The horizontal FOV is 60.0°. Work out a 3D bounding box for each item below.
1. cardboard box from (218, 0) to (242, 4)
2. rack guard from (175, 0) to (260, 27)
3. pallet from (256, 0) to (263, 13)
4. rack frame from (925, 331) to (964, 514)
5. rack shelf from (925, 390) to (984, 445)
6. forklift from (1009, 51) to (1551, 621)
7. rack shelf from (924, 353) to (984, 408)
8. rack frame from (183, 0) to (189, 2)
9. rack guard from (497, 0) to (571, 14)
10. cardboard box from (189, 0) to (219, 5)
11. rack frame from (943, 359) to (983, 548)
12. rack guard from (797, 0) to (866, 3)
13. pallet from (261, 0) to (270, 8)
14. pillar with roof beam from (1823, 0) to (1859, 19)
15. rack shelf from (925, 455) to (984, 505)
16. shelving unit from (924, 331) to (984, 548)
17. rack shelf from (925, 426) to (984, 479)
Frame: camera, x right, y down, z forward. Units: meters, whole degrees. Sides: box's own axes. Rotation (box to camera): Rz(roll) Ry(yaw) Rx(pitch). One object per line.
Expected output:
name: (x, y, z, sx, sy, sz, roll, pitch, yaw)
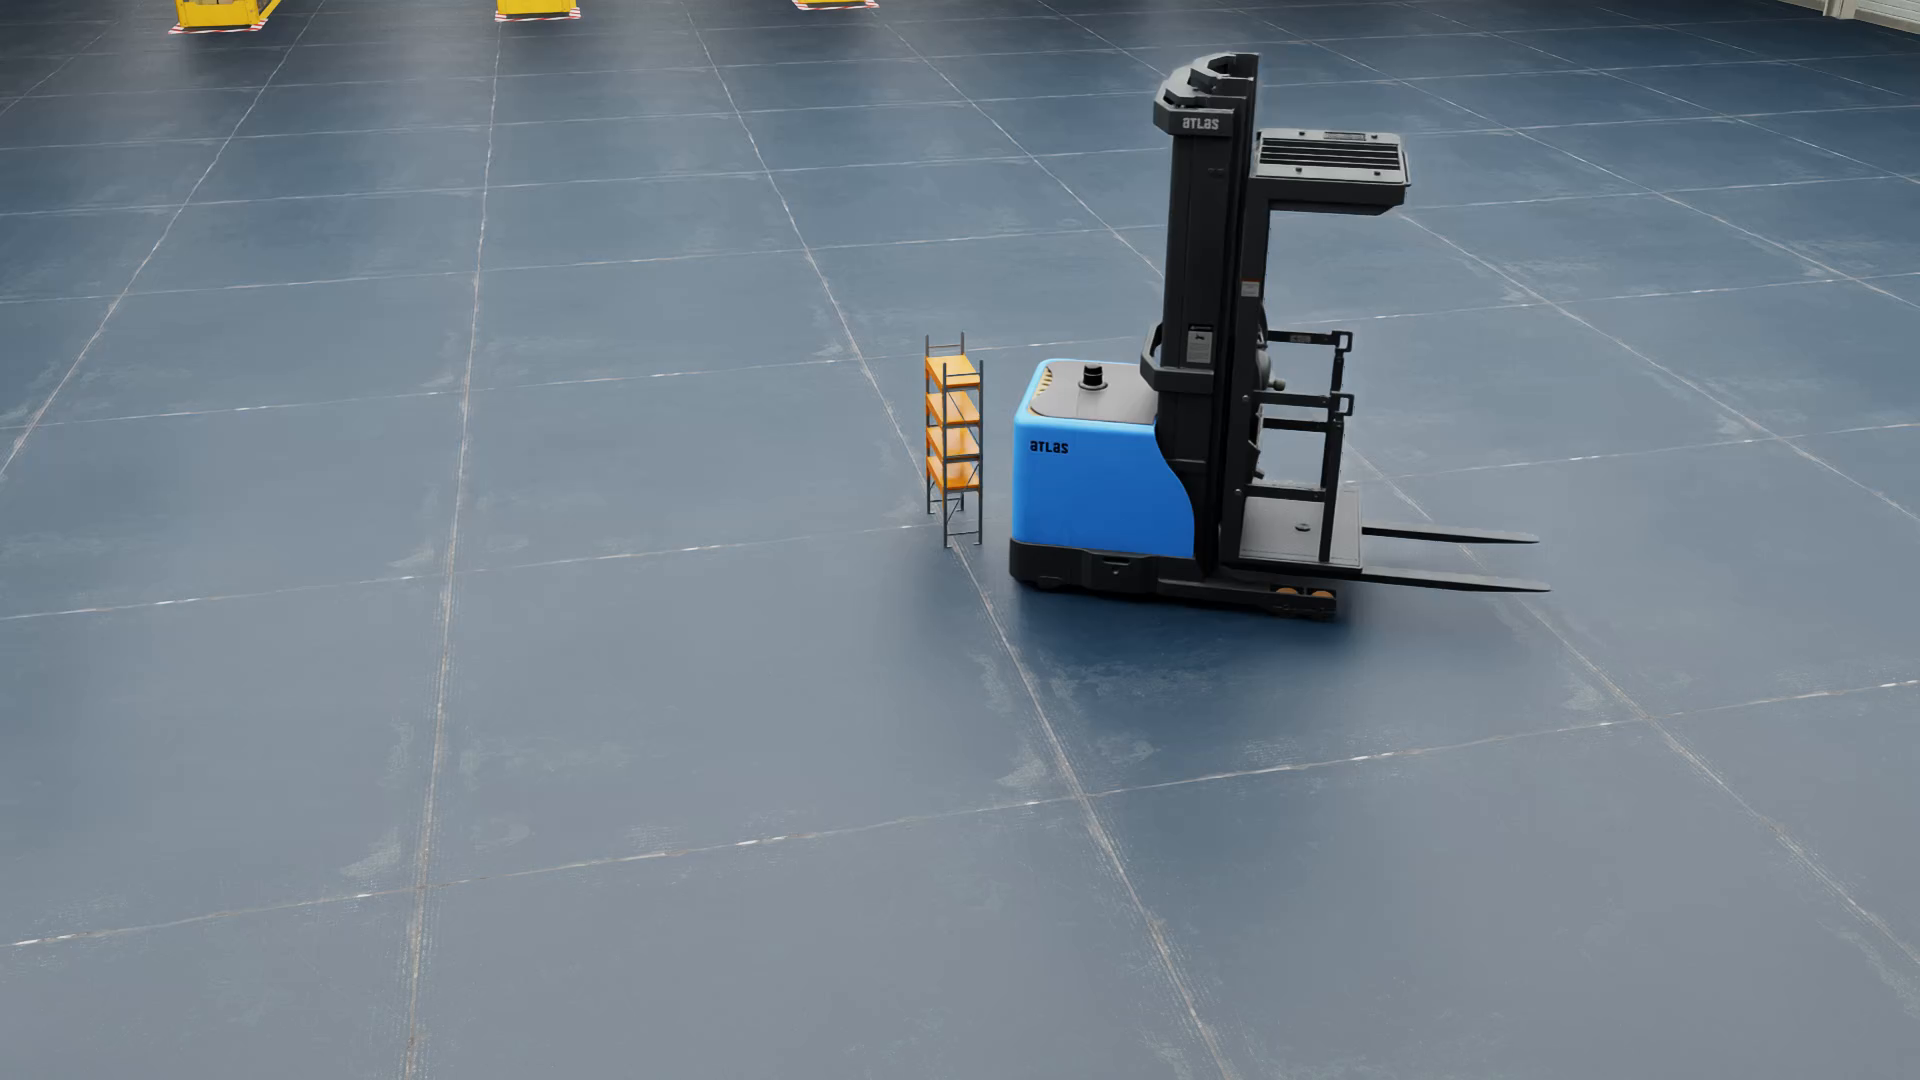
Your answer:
cardboard box: (-11.749, -8.830, 27.001, 0.500, 0.250, 0.500, -6, 27, -12)
rack guard: (-11.839, -8.486, 26.508, 1.175, 0.500, 0.348, -6, 27, -12)
pallet: (-12.058, -8.699, 27.250, 1.003, 0.211, 1.213, -6, 27, -12)
rack frame: (-0.092, -0.715, 10.336, 0.240, 1.200, 0.015, -6, 27, -12)
rack shelf: (-0.037, -0.748, 10.053, 0.258, 0.148, 0.480, -6, 27, -12)
forklift: (1.857, -1.115, 9.205, 3.031, 2.935, 1.130, 5, 27, 10)
rack shelf: (-0.037, -0.959, 9.947, 0.258, 0.148, 0.480, -6, 27, -12)
rack frame: (-11.845, -9.612, 25.965, 1.000, 3.000, 0.127, -6, 27, -12)
rack guard: (-7.081, -9.026, 27.578, 1.175, 0.500, 0.348, -6, 27, -12)
cardboard box: (-12.254, -8.778, 26.897, 0.500, 0.250, 0.500, -6, 27, -12)
rack frame: (0.018, -0.501, 9.911, 0.240, 1.200, 0.015, -6, 27, -12)
rack guard: (-2.210, -9.534, 28.584, 1.175, 0.500, 0.348, -6, 27, -12)
pallet: (-12.329, -9.233, 28.309, 1.003, 0.211, 1.213, -6, 27, -12)
pillar with roof beam: (10.177, -12.133, 24.301, 9.100, 9.000, 0.400, -6, 27, -12)
rack shelf: (-0.037, -0.371, 10.243, 0.258, 0.148, 0.480, -6, 27, -12)
shelving unit: (-0.037, -0.608, 10.124, 0.258, 1.200, 0.503, -6, 27, -12)
rack shelf: (-0.037, -0.548, 10.154, 0.258, 0.148, 0.480, -6, 27, -12)
